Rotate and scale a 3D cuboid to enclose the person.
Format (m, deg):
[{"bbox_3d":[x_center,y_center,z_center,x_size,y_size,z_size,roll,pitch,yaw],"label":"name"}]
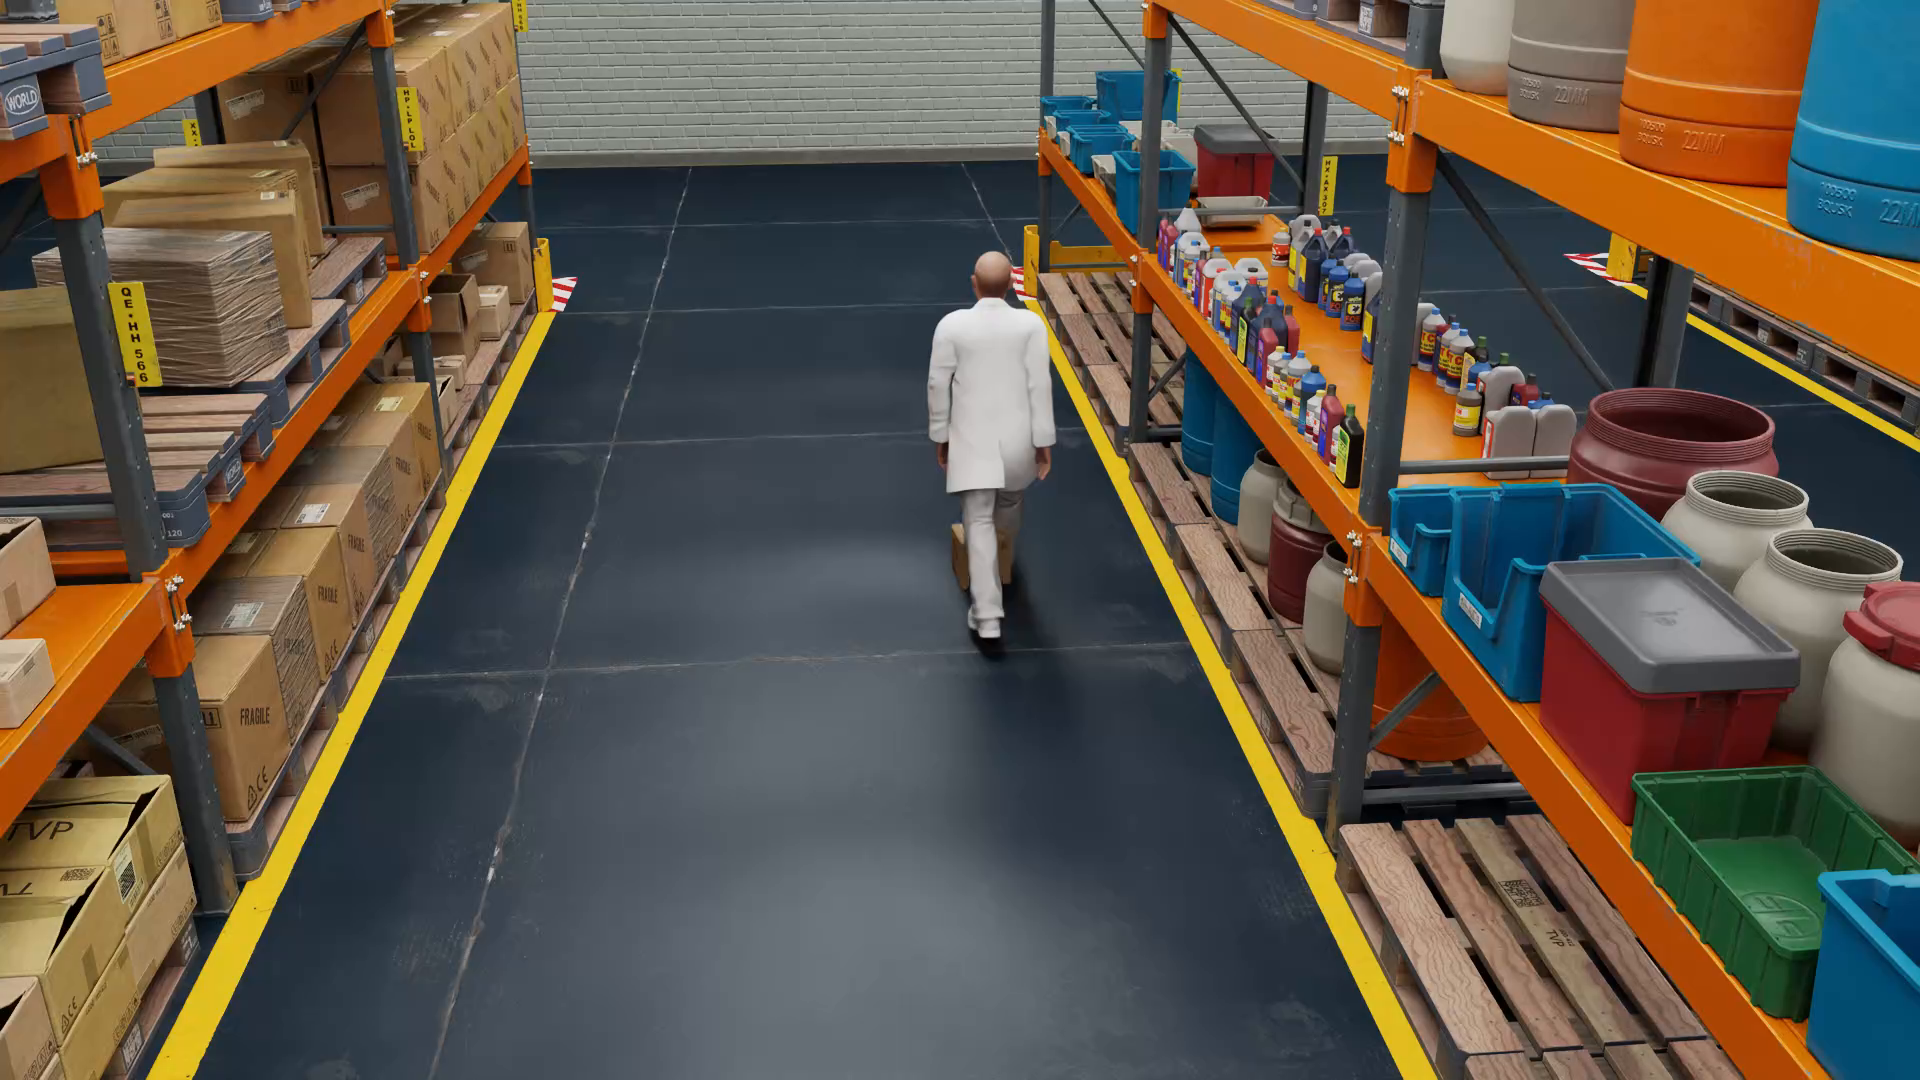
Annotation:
[{"bbox_3d":[0.142,-0.473,7.799,0.586,1.698,1.216,-3,24,-6],"label":"person"}]
